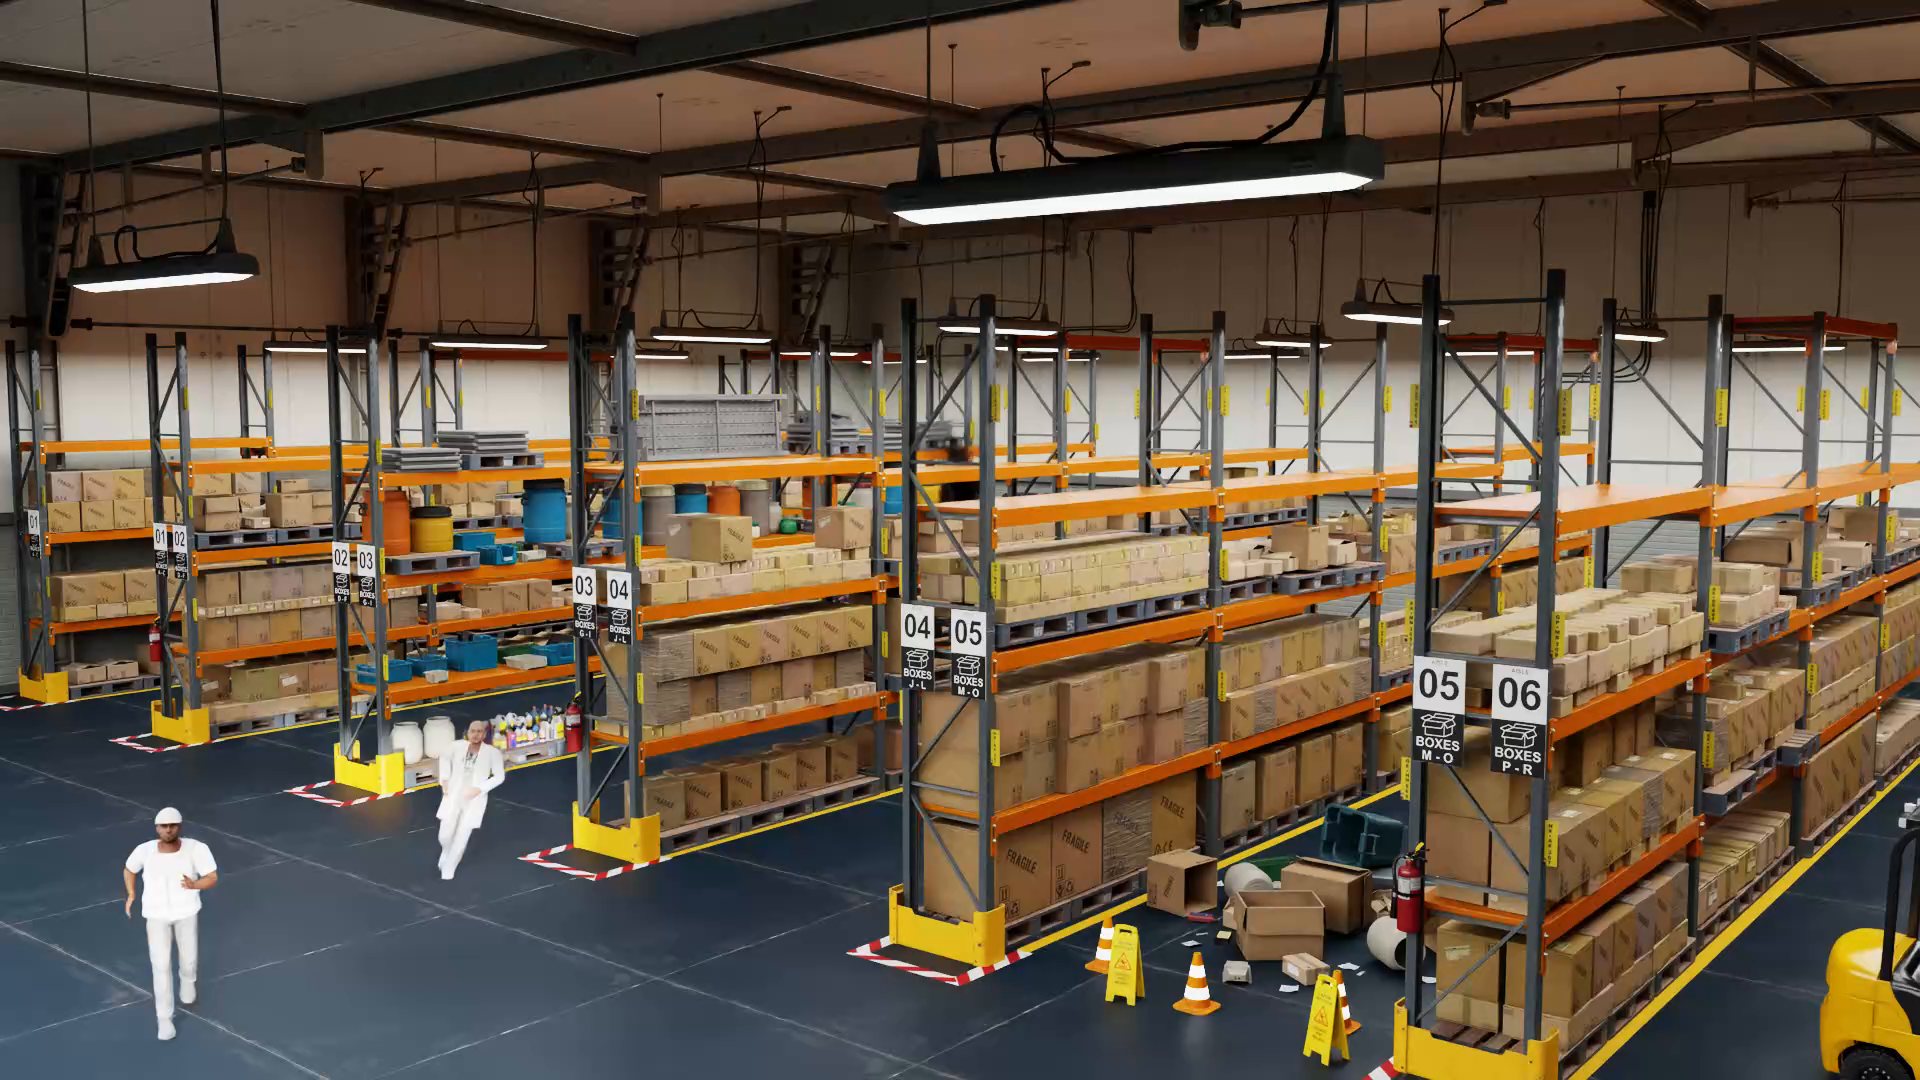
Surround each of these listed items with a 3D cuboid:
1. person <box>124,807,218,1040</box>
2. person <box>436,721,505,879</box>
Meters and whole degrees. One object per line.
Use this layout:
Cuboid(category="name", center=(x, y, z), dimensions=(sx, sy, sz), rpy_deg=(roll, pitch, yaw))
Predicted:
Cuboid(category="person", center=(-6.403, 3.041, 13.517), dimensions=(0.699, 1.755, 0.987), rpy_deg=(-2, 6, -24))
Cuboid(category="person", center=(-5.196, 2.738, 17.597), dimensions=(0.752, 1.686, 0.627), rpy_deg=(0, 5, -5))
